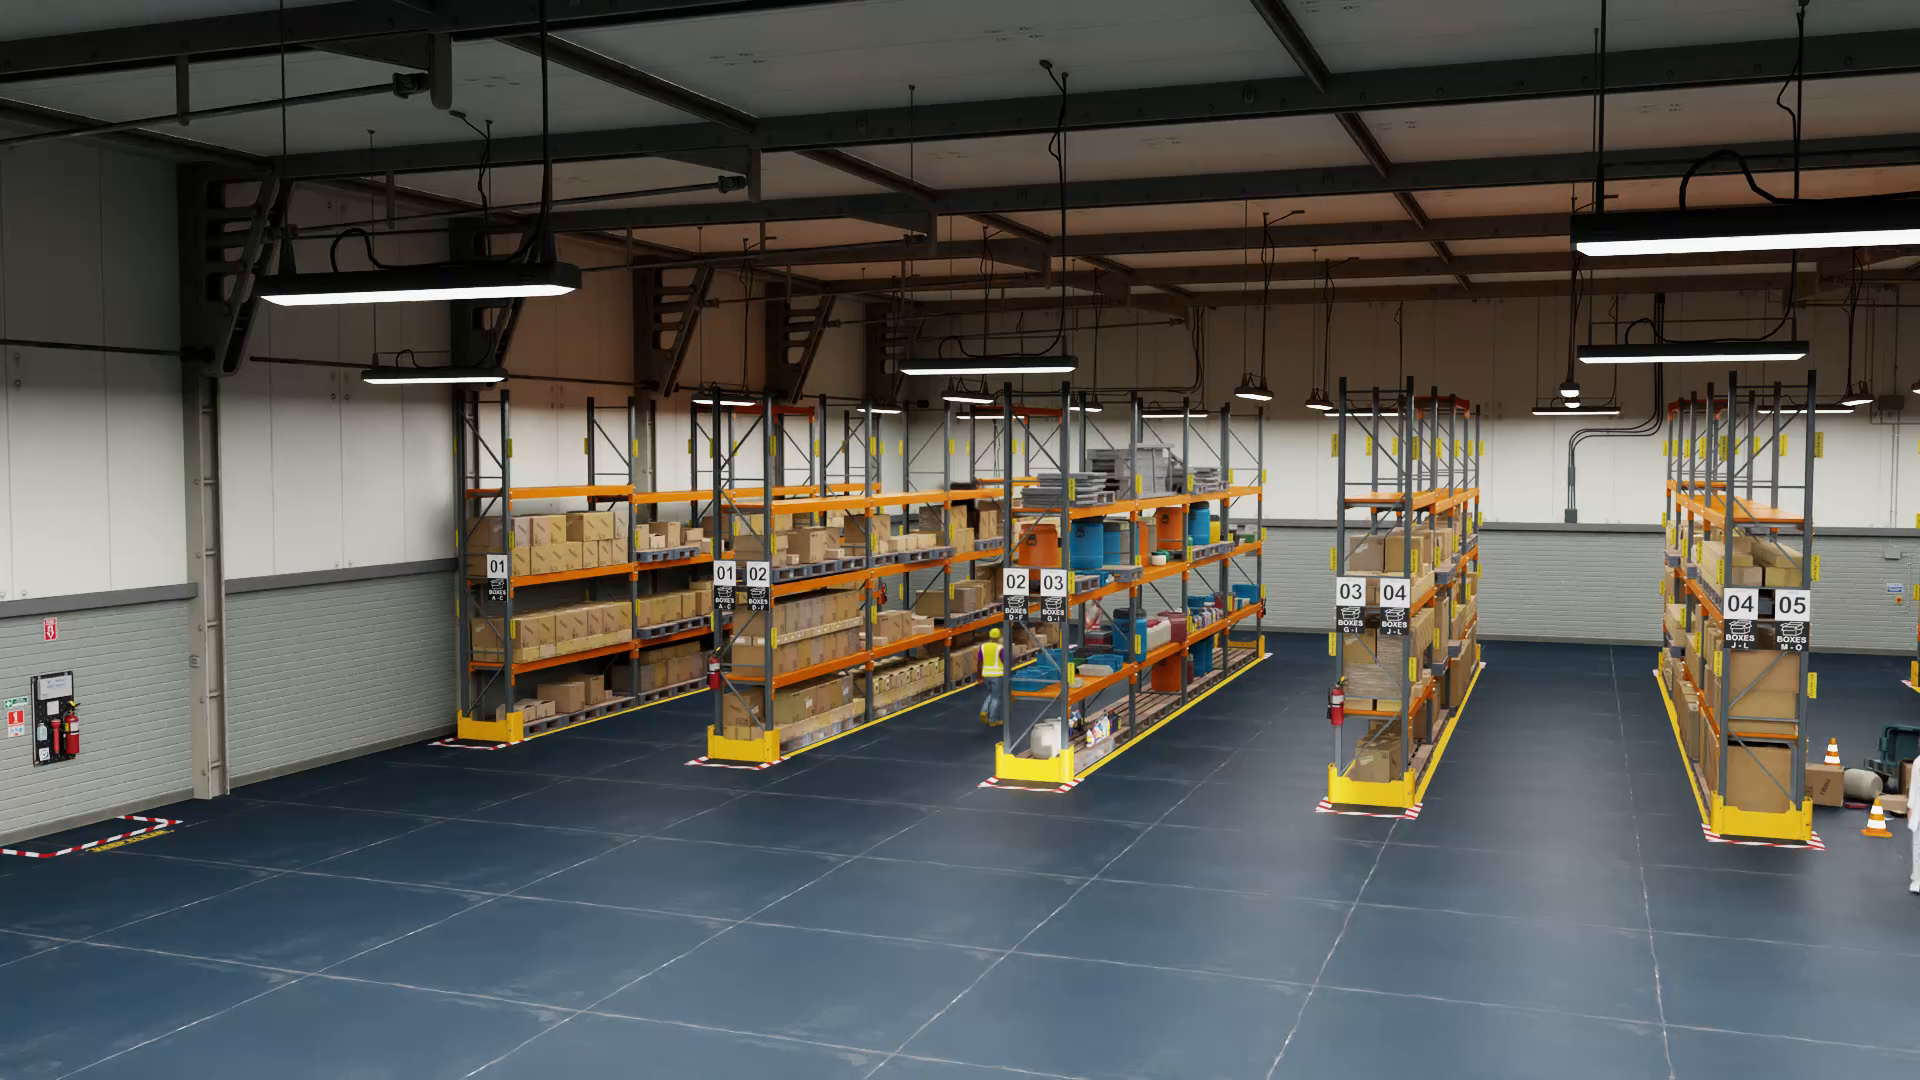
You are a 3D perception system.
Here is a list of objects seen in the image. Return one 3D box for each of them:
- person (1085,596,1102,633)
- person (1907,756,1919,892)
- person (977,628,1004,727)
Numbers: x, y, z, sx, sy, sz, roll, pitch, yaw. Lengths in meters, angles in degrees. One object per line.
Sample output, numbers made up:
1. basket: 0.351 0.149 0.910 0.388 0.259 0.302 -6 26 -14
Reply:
1. person: 2.802 2.019 35.667 0.499 1.786 0.622 2 4 33
2. person: 10.929 3.079 18.693 0.427 1.774 0.634 -2 4 -29
3. person: 0.632 2.455 29.876 0.439 1.756 0.583 -3 4 -43
